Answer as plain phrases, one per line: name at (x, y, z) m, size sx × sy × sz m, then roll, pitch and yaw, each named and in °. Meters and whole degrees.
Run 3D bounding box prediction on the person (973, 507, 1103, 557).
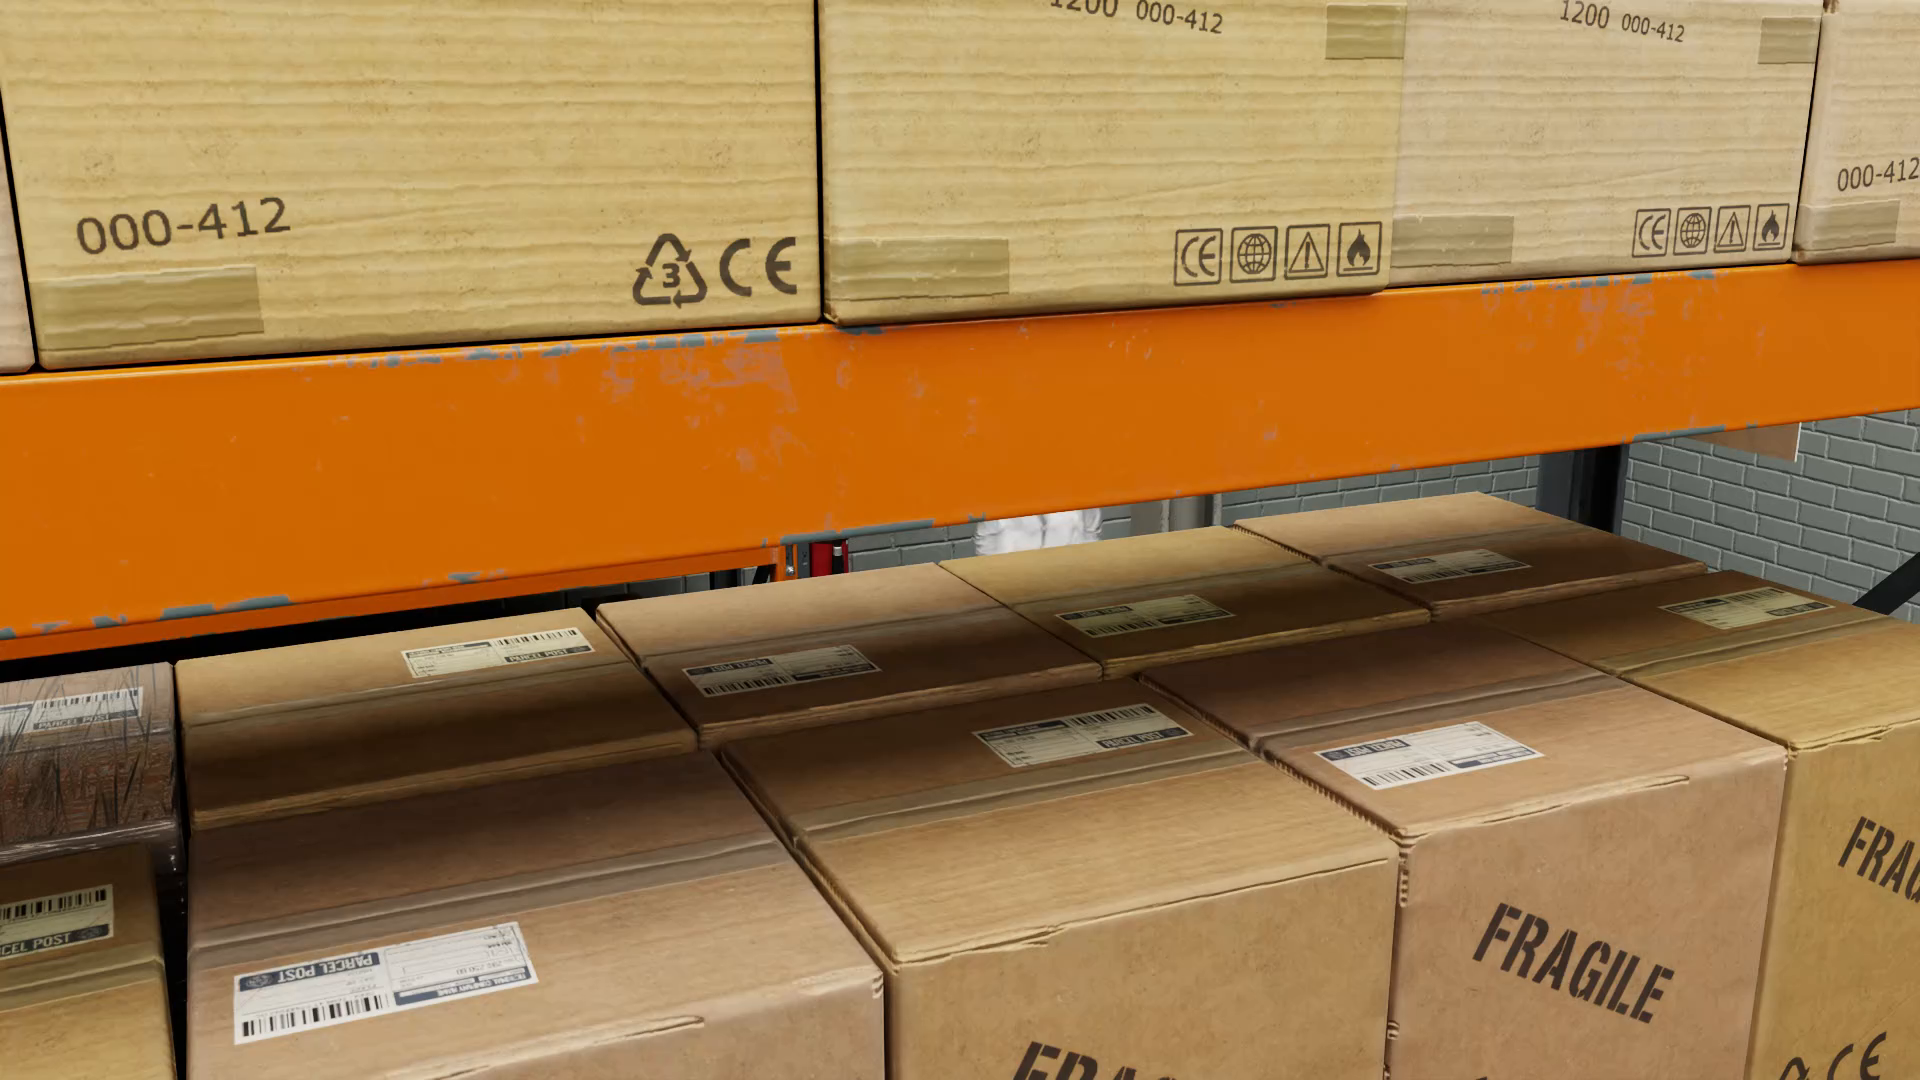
person at (0.335, 0.226, 7.123) m, size 0.561 × 1.775 × 0.435 m, roll -2°, pitch 15°, yaw -6°
